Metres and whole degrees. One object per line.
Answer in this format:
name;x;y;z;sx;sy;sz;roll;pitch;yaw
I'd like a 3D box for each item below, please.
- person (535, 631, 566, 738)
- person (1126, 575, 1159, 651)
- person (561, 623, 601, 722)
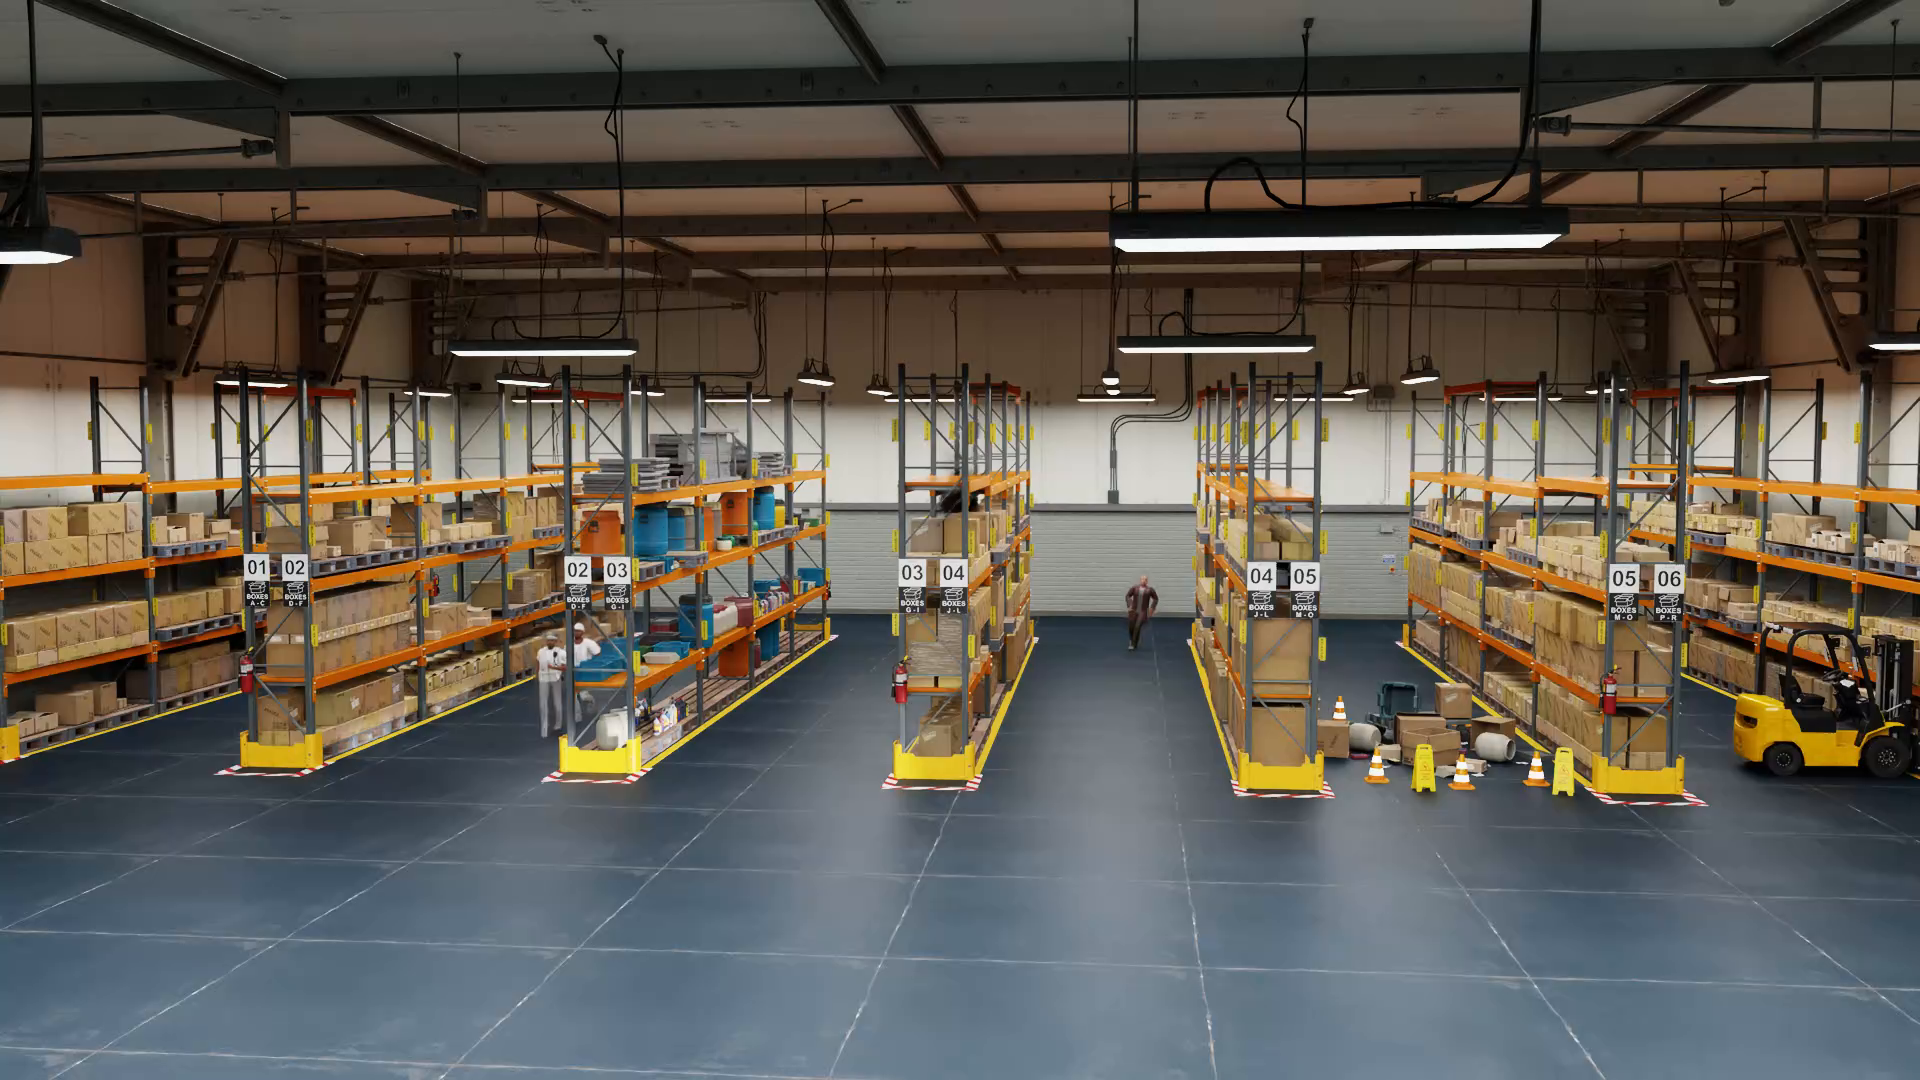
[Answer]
person;-6.794;2.384;27.616;0.547;1.756;0.761;0;4;-6
person;4.200;1.671;38.444;0.771;1.733;0.810;1;4;14
person;-6.581;2.291;28.848;0.749;1.723;0.622;1;4;8
